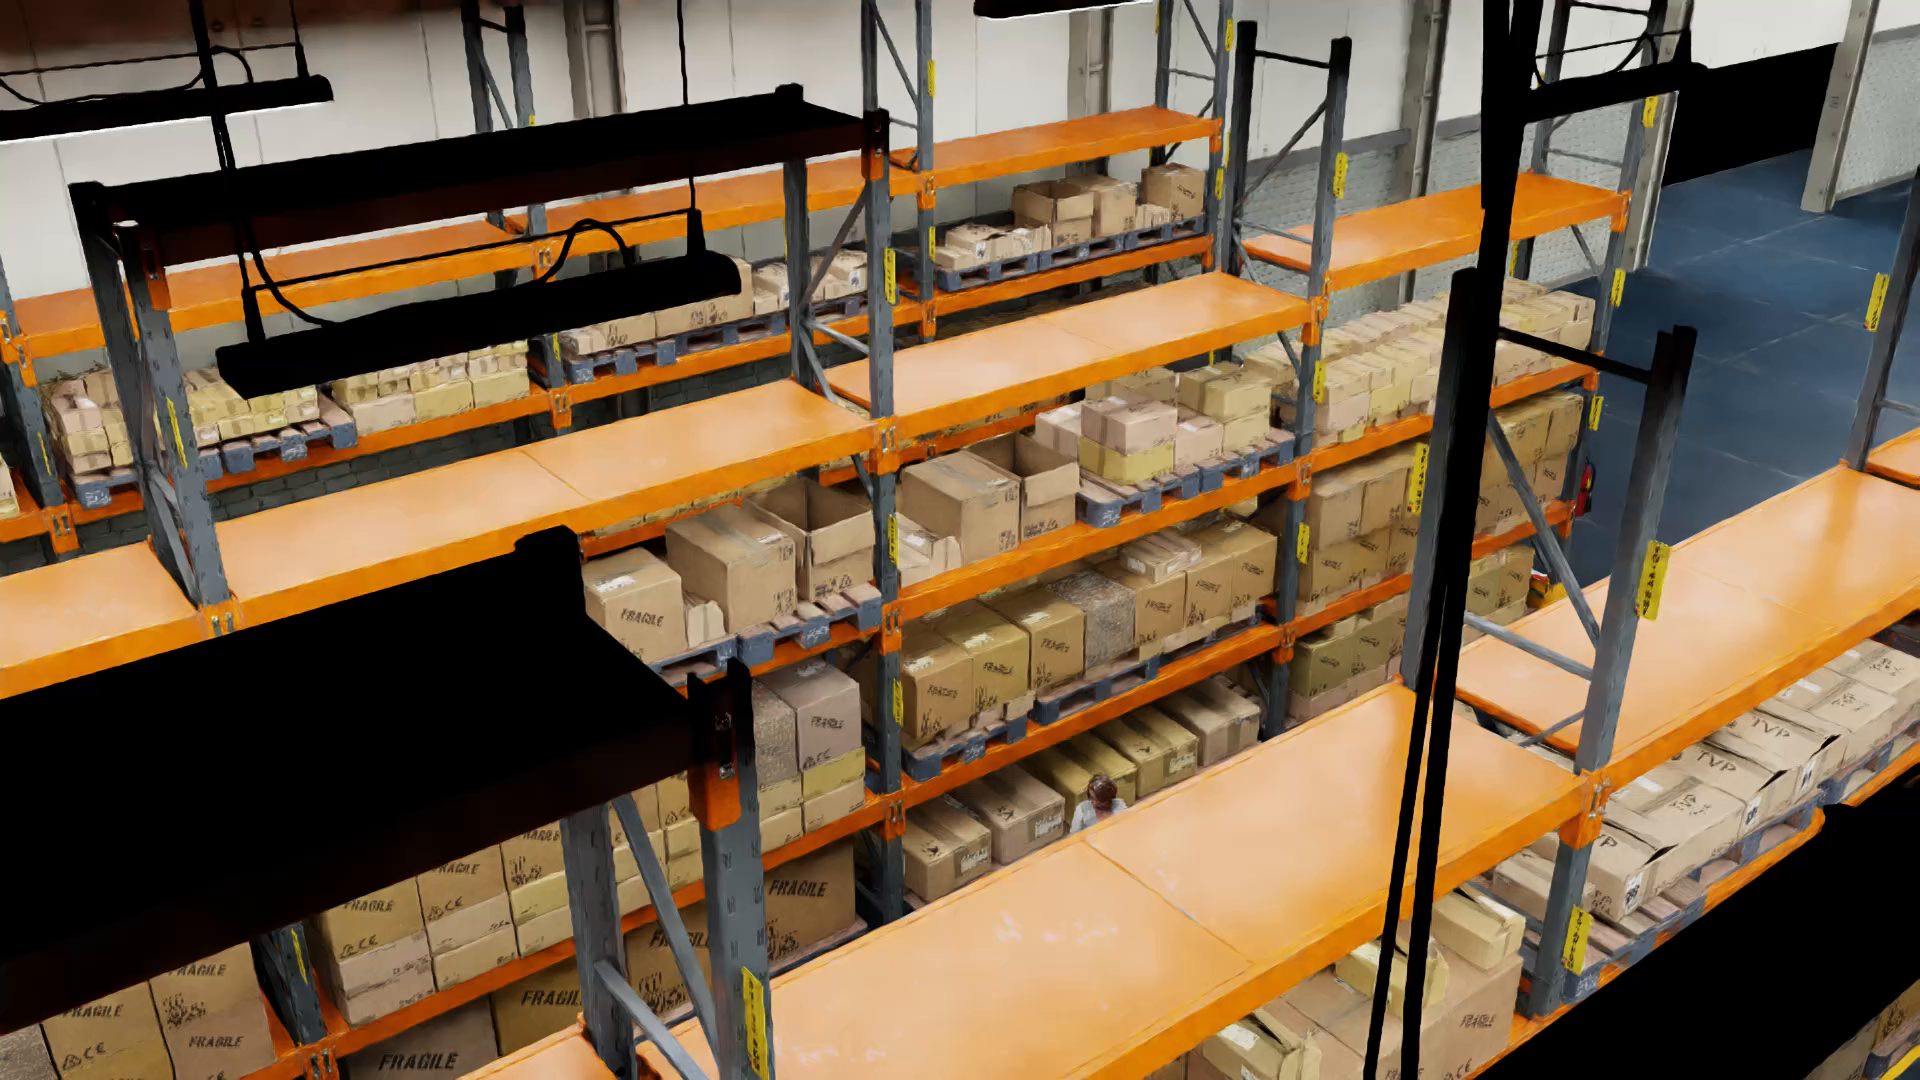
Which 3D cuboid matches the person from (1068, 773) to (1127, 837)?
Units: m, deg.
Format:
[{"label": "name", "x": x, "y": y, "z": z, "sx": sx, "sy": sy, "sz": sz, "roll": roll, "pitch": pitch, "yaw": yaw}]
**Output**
[{"label": "person", "x": 0.947, "y": 2.305, "z": 11.563, "sx": 0.522, "sy": 1.589, "sz": 0.534, "roll": -6, "pitch": 27, "yaw": -11}]
